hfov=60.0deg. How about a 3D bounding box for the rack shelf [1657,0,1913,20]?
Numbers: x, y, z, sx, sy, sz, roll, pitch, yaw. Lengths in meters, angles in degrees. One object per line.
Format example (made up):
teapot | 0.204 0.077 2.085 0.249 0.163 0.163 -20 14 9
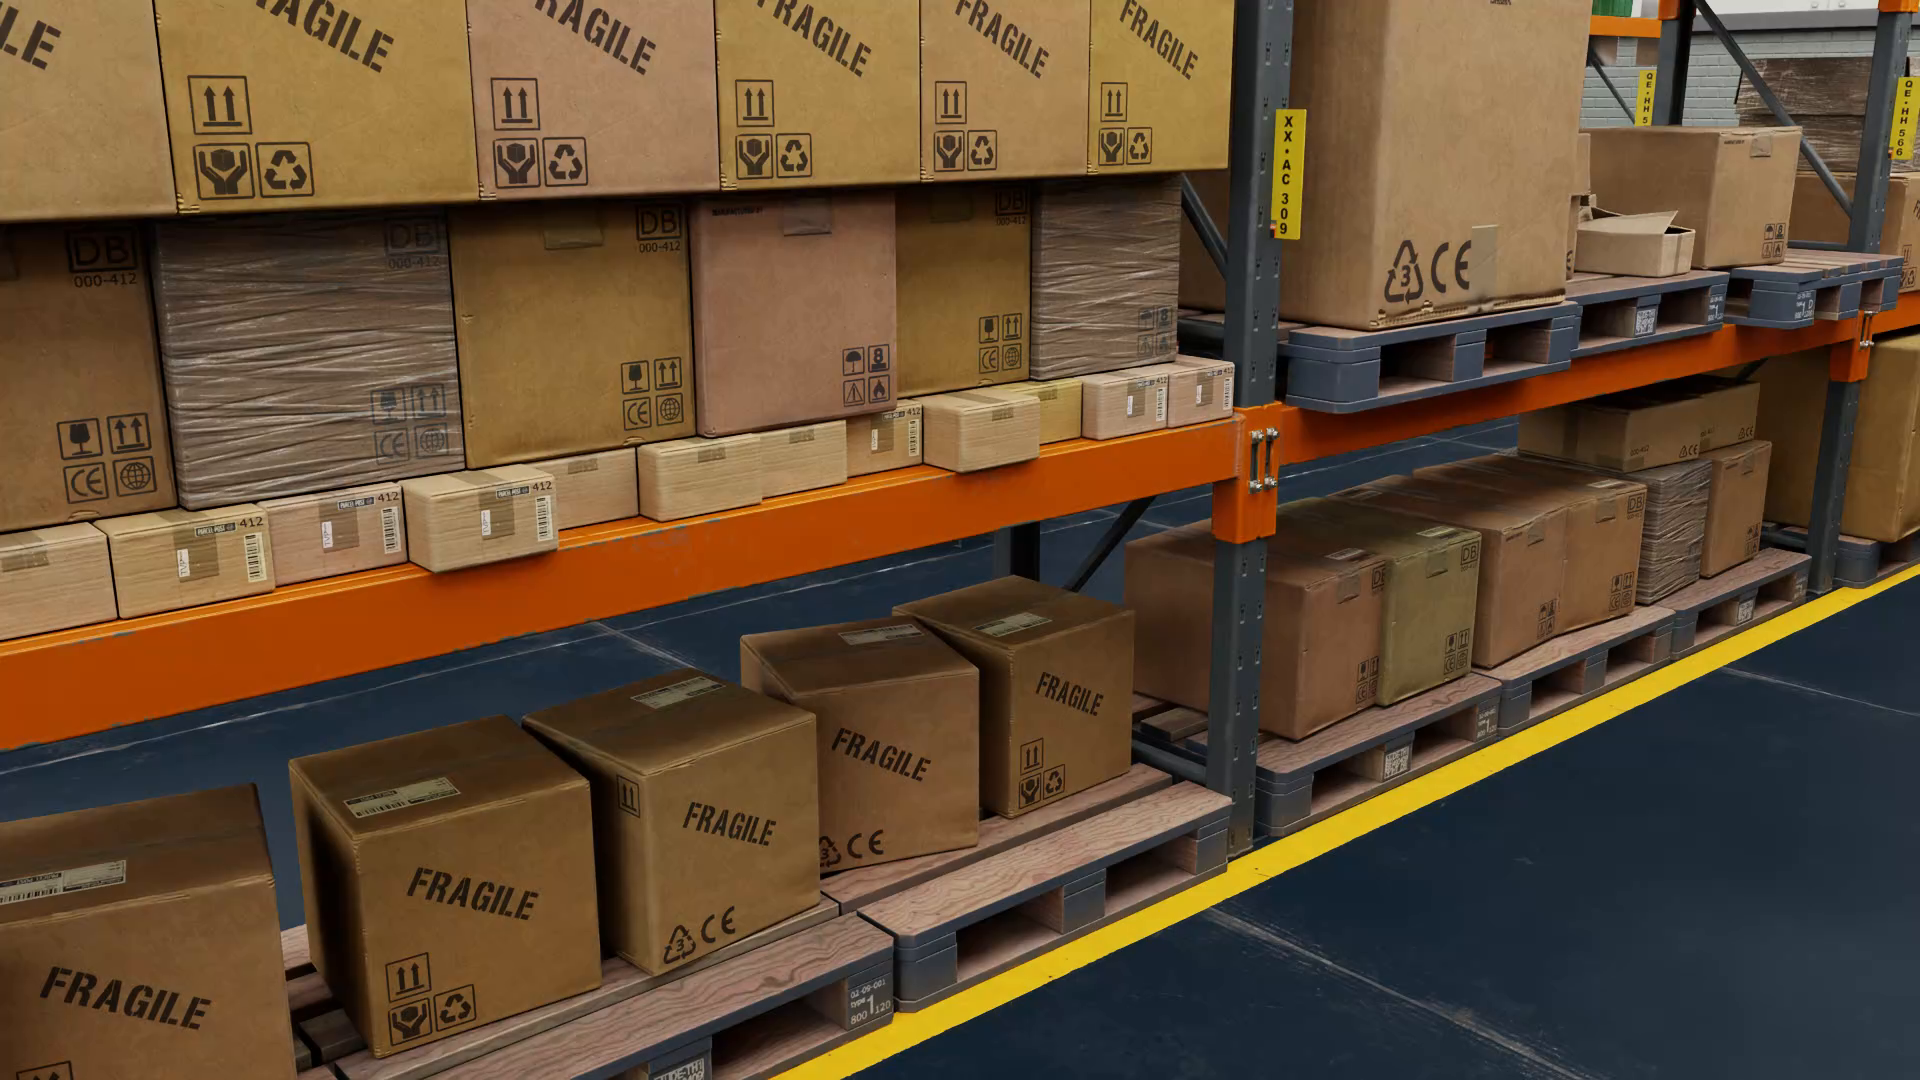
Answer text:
rack shelf | 1.989 -2.069 5.764 4.000 0.370 1.077 -13 19 -39

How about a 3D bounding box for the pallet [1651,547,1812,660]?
pallet | 2.908 0.173 7.192 1.213 0.211 1.003 -13 19 -39

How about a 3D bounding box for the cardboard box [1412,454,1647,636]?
cardboard box | 2.173 0.000 6.427 0.500 0.500 0.700 -11 18 -35

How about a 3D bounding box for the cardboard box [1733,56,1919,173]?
cardboard box | 4.060 -1.960 7.636 0.637 0.503 0.797 -12 19 -38

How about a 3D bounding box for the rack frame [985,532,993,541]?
rack frame | 0.083 -0.453 8.203 0.006 0.900 0.240 -13 19 -39

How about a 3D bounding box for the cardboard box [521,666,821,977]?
cardboard box | -0.691 0.655 4.014 0.500 0.500 0.500 14 20 42

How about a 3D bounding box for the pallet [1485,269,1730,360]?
pallet | 2.032 -0.870 6.066 1.213 0.211 1.003 -13 19 -39

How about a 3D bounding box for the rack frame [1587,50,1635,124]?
rack frame | 6.282 -3.625 16.010 0.127 3.000 1.000 -13 19 -39

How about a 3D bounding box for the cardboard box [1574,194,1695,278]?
cardboard box | 2.417 -1.109 6.035 0.258 0.266 0.396 -13 20 -41

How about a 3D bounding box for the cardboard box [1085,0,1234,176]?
cardboard box | 0.322 -1.174 4.123 0.500 0.500 0.500 -13 19 -39

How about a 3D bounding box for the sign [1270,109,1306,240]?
sign | 0.843 -0.942 4.287 0.005 0.325 0.100 -13 19 -39

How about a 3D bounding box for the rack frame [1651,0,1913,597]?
rack frame | 3.498 -1.306 7.326 0.127 3.000 1.000 -13 19 -39

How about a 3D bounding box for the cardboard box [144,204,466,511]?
cardboard box | -1.400 -0.415 3.221 0.500 0.500 0.875 -13 19 -39

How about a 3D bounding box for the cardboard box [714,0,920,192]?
cardboard box | -0.432 -1.004 3.489 0.500 0.500 0.500 -13 19 -39

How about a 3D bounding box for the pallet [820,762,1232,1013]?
pallet | -0.003 0.840 4.698 1.213 0.211 1.003 -13 19 -39

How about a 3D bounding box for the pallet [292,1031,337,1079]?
pallet | -1.844 1.253 3.150 1.213 0.211 1.003 -13 19 -39

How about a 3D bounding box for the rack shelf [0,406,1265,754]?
rack shelf | -1.028 0.058 3.614 4.000 0.370 1.077 -13 19 -39

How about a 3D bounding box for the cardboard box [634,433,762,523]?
cardboard box | -0.630 -0.162 3.531 0.250 0.149 0.380 -13 19 -39

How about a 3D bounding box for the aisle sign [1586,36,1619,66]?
aisle sign | 6.141 -4.951 15.937 0.004 0.787 0.394 -13 19 -39

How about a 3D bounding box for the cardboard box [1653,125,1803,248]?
cardboard box | 3.117 -1.458 6.888 0.500 0.500 0.500 13 20 40

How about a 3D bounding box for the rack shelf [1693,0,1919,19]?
rack shelf | 5.007 -2.746 8.301 4.000 0.370 1.077 -13 19 -39

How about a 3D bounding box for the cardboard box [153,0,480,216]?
cardboard box | -1.185 -0.834 2.853 0.500 0.500 0.500 -13 19 -39

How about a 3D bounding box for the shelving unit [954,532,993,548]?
shelving unit | 0.006 -0.436 8.139 0.210 0.900 0.258 -13 19 -39

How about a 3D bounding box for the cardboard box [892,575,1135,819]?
cardboard box | 0.153 0.436 4.834 0.500 0.500 0.500 -13 20 -41

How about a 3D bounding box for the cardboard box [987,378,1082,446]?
cardboard box | 0.088 -0.342 4.205 0.250 0.149 0.380 -13 19 -39

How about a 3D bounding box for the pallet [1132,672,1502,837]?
pallet | 1.067 0.587 5.644 1.213 0.211 1.003 -13 19 -39

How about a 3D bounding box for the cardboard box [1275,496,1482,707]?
cardboard box | 1.330 0.190 5.718 0.500 0.500 0.700 -13 20 -40

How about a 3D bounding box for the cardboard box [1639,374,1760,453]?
cardboard box | 3.012 -0.554 7.049 0.500 0.250 0.500 -12 19 -37

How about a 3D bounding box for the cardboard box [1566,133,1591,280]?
cardboard box | 1.728 -1.193 5.889 0.637 0.503 0.797 -10 18 -34

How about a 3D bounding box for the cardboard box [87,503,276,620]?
cardboard box | -1.398 0.003 2.912 0.250 0.149 0.380 -13 19 -39

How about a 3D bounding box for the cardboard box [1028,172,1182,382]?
cardboard box | 0.100 -0.756 4.498 0.500 0.500 0.875 -13 19 -39

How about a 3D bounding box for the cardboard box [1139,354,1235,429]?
cardboard box | 0.511 -0.413 4.471 0.250 0.149 0.380 -13 19 -39

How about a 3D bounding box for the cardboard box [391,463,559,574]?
cardboard box | -0.970 -0.066 3.173 0.250 0.149 0.380 -13 19 -39

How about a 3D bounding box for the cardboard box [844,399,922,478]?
cardboard box | -0.302 -0.261 3.903 0.250 0.149 0.380 -13 19 -39

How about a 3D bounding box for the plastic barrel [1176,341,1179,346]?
plastic barrel | 1.457 -1.585 12.232 0.708 0.588 0.600 -13 19 -39

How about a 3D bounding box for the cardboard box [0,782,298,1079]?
cardboard box | -1.626 0.844 3.309 0.500 0.500 0.500 -7 17 -25

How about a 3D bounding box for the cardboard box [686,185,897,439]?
cardboard box | -0.611 -0.574 3.816 0.500 0.500 0.875 -13 19 -39

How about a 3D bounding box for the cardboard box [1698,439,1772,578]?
cardboard box | 3.006 -0.193 7.153 0.500 0.500 0.700 -14 20 -42
